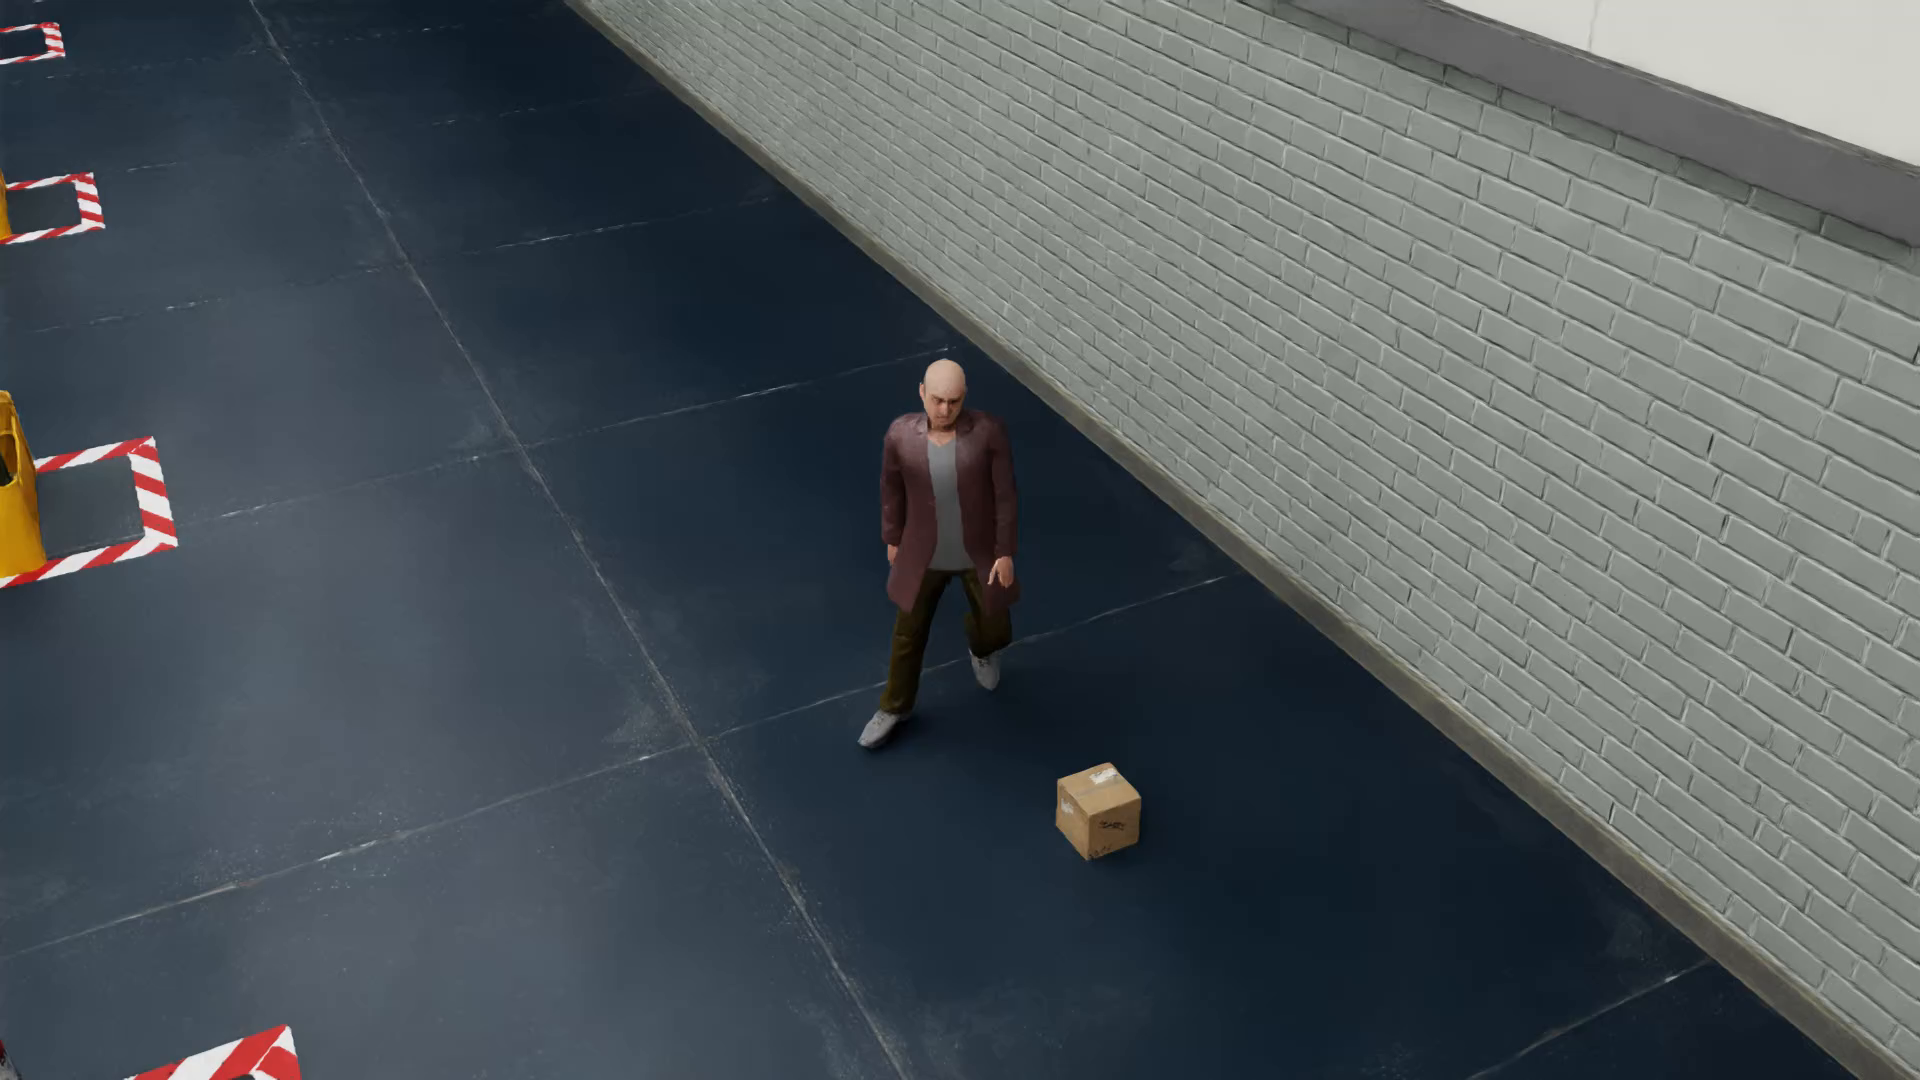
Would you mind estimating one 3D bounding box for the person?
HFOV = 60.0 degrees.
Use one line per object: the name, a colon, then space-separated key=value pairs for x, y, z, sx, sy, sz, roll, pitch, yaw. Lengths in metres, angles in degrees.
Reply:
person: x=-0.074 y=0.016 z=7.096 sx=0.698 sy=1.771 sz=0.703 roll=3 pitch=33 yaw=4
